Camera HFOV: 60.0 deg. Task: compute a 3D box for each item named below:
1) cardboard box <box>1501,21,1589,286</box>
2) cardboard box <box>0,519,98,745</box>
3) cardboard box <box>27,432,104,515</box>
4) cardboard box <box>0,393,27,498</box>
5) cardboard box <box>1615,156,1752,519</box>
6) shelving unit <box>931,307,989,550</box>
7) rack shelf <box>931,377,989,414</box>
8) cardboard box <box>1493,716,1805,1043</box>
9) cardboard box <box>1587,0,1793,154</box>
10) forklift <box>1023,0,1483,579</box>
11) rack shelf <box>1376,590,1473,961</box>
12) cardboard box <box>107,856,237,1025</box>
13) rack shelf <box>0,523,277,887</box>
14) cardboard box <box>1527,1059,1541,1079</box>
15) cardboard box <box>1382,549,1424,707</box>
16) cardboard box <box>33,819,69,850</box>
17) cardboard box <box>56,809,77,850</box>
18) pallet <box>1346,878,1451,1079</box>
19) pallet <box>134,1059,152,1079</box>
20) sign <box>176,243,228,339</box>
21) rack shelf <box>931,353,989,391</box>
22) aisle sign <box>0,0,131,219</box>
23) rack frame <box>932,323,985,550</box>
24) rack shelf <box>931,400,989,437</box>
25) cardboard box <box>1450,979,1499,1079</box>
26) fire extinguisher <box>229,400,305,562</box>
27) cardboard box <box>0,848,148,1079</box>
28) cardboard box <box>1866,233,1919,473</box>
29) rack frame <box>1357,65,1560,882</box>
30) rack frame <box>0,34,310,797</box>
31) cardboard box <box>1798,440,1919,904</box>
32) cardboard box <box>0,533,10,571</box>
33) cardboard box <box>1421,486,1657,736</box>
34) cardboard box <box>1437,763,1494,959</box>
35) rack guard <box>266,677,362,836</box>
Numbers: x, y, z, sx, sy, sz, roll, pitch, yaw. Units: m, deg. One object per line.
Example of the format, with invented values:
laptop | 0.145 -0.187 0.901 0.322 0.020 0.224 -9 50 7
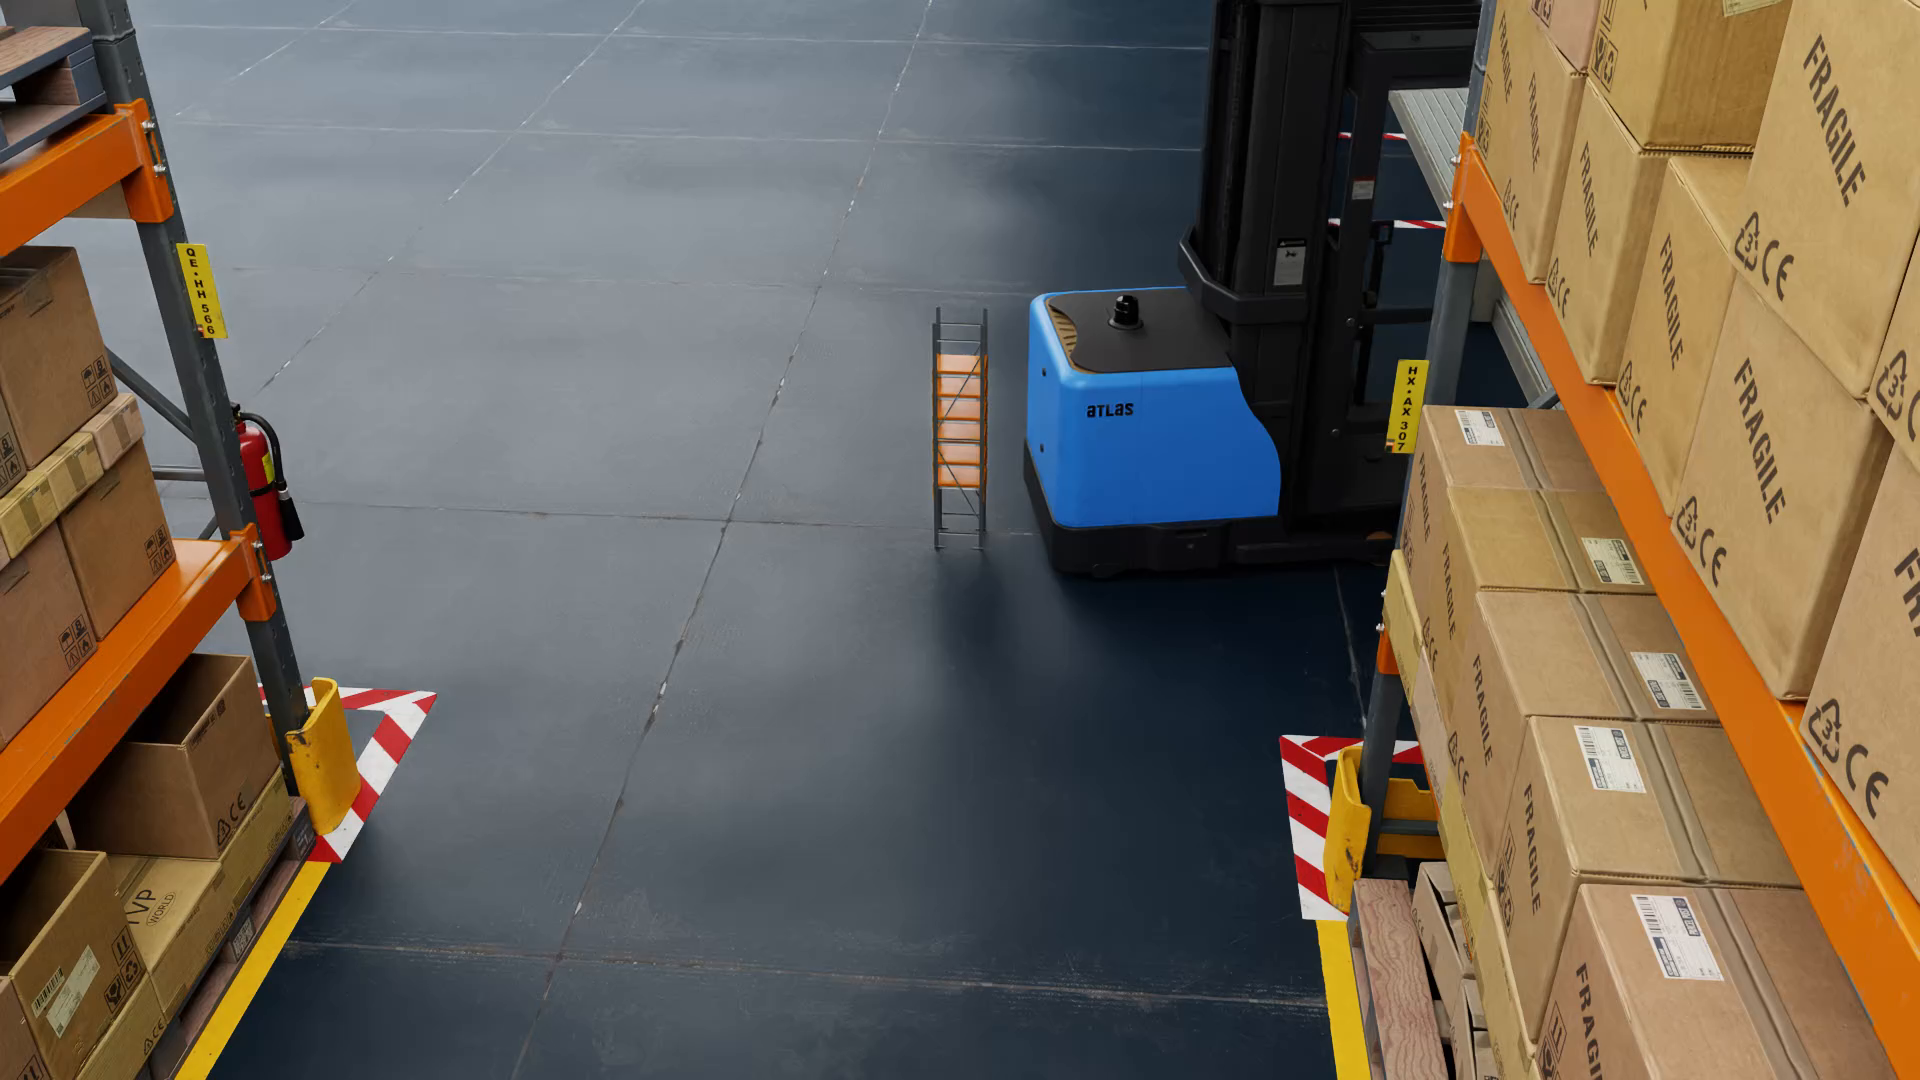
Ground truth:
cardboard box | 1.597 -0.912 3.897 0.500 0.500 0.500 4 32 7
cardboard box | -3.073 0.239 4.908 0.700 0.500 0.500 3 32 5
cardboard box | -2.846 -0.211 5.019 0.380 0.149 0.250 3 32 5
cardboard box | -3.077 -0.285 4.522 0.700 0.500 0.500 2 32 3
cardboard box | 1.536 -0.359 3.000 0.500 0.500 0.500 4 32 7
shelving unit | 0.001 -0.518 7.947 0.258 1.200 0.189 2 32 4
rack shelf | 0.001 -0.685 7.845 0.258 0.103 0.180 2 32 4
cardboard box | 1.486 0.744 3.593 0.500 0.500 0.500 3 32 6
cardboard box | 1.558 -1.061 3.186 0.500 0.500 0.500 3 32 5
forklift | 1.885 -1.394 7.718 3.031 2.935 1.130 -4 32 -6
rack shelf | 1.790 1.325 3.927 1.077 0.370 4.000 2 32 4
cardboard box | -2.763 1.310 5.486 0.500 0.250 0.500 2 32 4
rack shelf | -3.148 1.115 4.267 1.077 0.370 4.000 2 32 4
cardboard box | 1.438 1.335 3.348 0.500 0.250 0.500 2 32 4
cardboard box | 1.597 0.270 5.077 0.500 0.250 0.500 2 32 3
cardboard box | -3.289 0.968 5.326 0.500 0.500 0.500 2 32 4
cardboard box | -3.250 1.026 5.947 0.500 0.250 0.500 2 32 4
pallet | 1.845 1.623 5.415 1.003 0.211 1.213 2 32 4
pallet | -3.107 1.988 4.823 1.003 0.211 1.213 2 32 4
sign | -2.445 -0.800 5.360 0.100 0.325 0.005 2 32 4
rack shelf | 0.001 -0.787 7.782 0.258 0.103 0.180 2 32 4
aisle sign | -2.687 -1.365 5.129 0.394 0.787 0.004 2 32 4
rack frame | -0.006 -0.471 7.870 0.240 1.200 0.006 2 32 4
rack shelf | 0.001 -0.583 7.908 0.258 0.103 0.180 2 32 4
cardboard box | 1.760 1.586 4.960 0.500 0.311 0.500 5 32 8
fire extinguisher | -2.512 -0.246 5.864 0.296 0.674 0.183 2 32 4
cardboard box | -2.799 1.252 4.864 0.500 0.500 0.500 2 32 4
cardboard box | 1.432 -0.251 1.872 0.500 0.500 0.500 4 32 7
rack frame | 1.953 -0.027 5.435 1.000 3.000 0.127 2 32 4
rack frame | -2.985 -0.237 5.775 1.000 3.000 0.127 2 32 4
cardboard box | 1.476 0.198 2.096 0.500 0.500 0.500 0 32 0
cardboard box | -2.889 0.055 4.589 0.380 0.149 0.250 3 32 5
cardboard box | 1.564 0.204 4.469 0.500 0.500 0.500 3 32 4
cardboard box | 1.521 0.808 4.204 0.500 0.250 0.500 2 32 3
rack guard | -2.983 0.815 6.451 1.175 0.500 0.348 2 32 4
